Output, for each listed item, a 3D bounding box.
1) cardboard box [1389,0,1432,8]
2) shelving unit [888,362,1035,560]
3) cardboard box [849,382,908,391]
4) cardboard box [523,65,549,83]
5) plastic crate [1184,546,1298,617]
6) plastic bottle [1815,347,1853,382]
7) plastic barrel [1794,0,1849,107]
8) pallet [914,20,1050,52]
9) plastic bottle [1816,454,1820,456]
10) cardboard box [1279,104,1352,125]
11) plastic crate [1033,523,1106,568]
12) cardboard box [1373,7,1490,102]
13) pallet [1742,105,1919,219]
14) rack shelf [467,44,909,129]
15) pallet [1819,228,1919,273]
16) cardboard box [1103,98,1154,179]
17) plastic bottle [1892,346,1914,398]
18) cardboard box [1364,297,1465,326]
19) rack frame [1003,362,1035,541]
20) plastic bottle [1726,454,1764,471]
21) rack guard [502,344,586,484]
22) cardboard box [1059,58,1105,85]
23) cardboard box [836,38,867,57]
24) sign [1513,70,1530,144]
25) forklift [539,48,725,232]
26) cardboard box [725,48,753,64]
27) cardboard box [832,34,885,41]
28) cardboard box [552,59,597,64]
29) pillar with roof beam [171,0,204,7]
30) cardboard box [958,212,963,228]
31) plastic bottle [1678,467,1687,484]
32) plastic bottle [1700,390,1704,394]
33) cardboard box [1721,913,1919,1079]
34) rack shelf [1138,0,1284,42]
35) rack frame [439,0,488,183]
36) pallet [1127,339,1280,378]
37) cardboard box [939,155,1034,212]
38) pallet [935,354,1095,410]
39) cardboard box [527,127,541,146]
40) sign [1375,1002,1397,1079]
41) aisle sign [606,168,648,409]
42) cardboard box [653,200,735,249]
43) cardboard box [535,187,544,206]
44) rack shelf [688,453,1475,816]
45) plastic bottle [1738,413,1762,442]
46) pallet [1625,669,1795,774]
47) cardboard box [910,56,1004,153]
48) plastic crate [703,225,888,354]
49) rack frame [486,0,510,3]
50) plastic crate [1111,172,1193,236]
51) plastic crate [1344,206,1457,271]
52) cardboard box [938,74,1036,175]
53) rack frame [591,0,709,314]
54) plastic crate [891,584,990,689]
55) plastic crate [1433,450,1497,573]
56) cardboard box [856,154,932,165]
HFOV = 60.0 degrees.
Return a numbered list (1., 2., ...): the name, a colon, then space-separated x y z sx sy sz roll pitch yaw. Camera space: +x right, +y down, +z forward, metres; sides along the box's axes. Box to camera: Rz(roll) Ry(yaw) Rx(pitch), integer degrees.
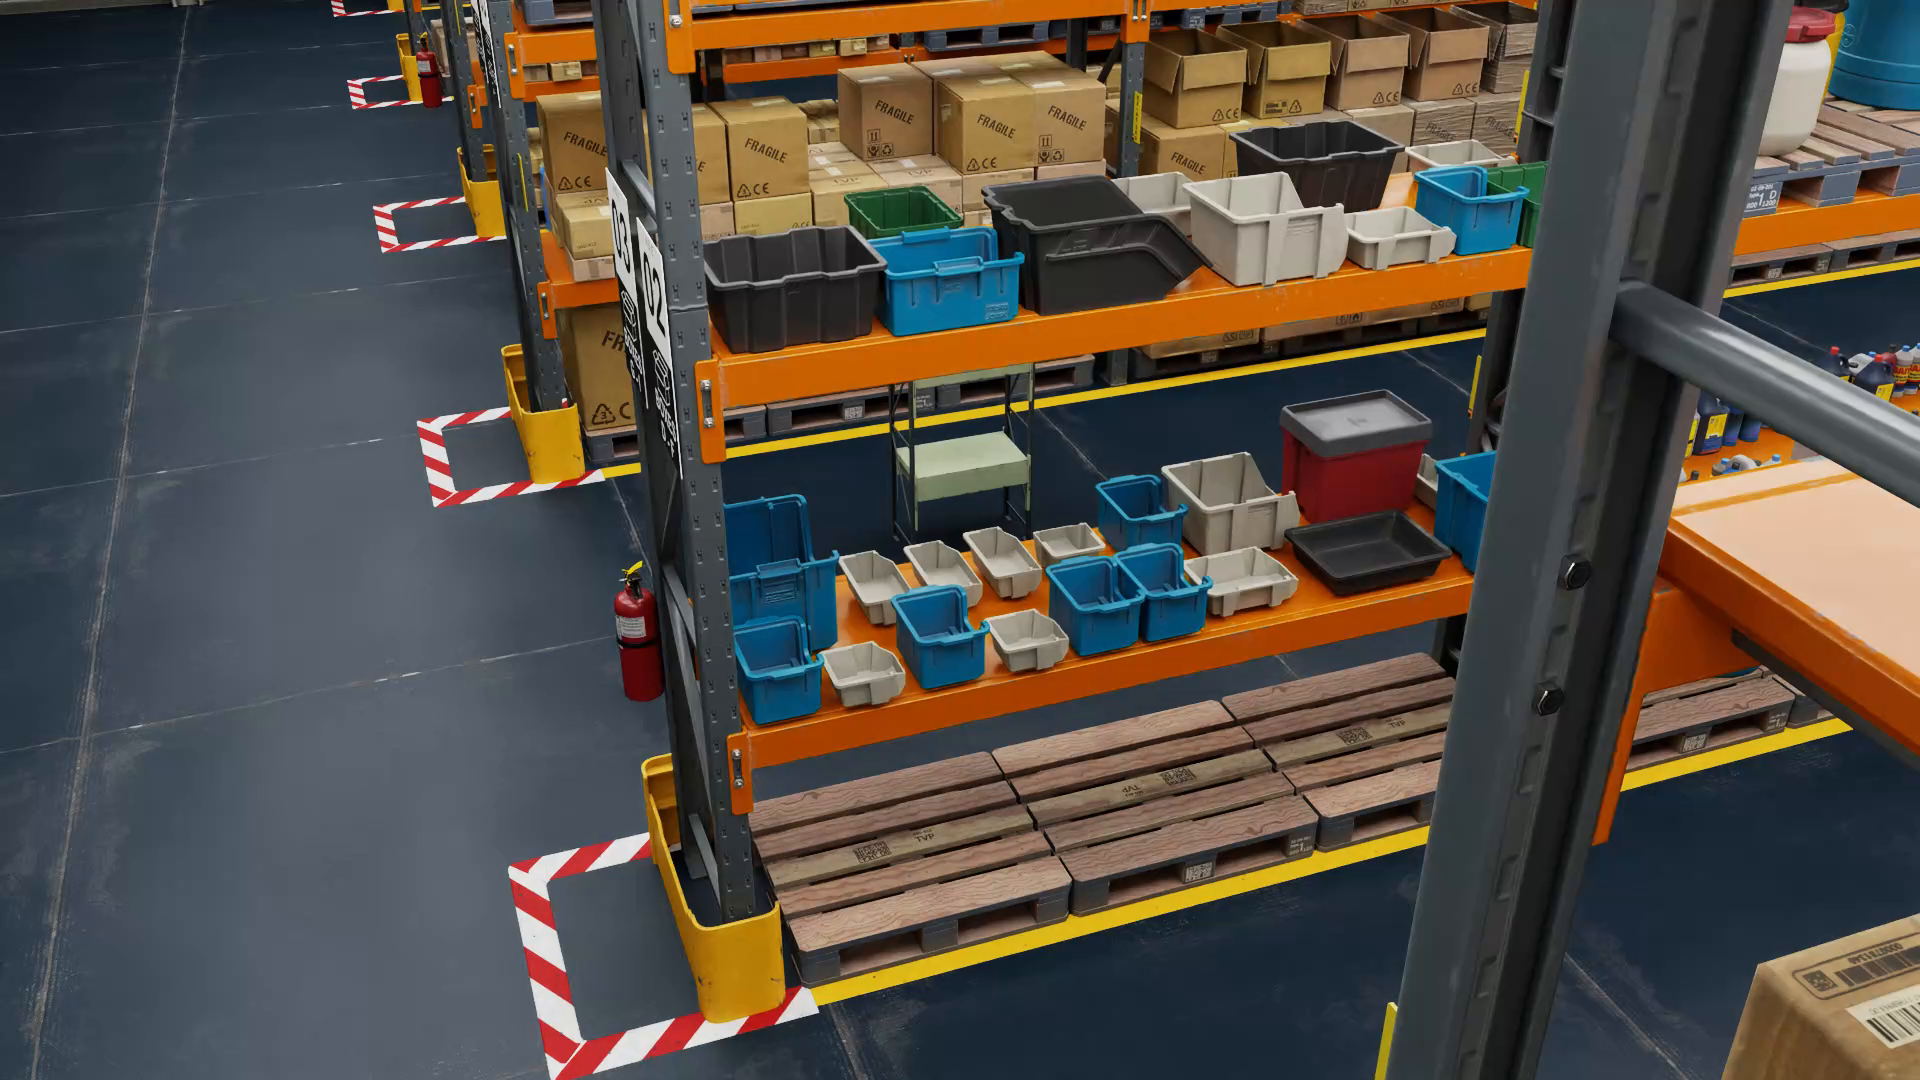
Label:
1. cardboard box: 4.558 -5.829 17.201 0.500 0.500 0.500 -10 31 -18
2. shelving unit: 0.006 -0.653 9.731 0.755 1.500 0.431 -10 31 -18
3. cardboard box: -0.510 -1.675 11.733 0.875 0.875 0.875 -10 31 -18
4. cardboard box: -3.761 -4.134 14.581 0.250 0.149 0.380 -9 31 -16
5. plastic crate: 1.180 0.178 6.964 0.466 0.136 0.293 -10 31 -18
6. plastic bottle: 4.487 -0.830 8.576 0.185 0.351 0.144 -10 31 -18
7. plastic barrel: 3.492 -2.170 7.234 0.600 0.588 0.600 0 30 0
8. pallet: 0.113 -4.948 15.949 1.213 0.211 1.003 -10 31 -18
9. plastic bottle: 4.032 -0.318 7.747 0.133 0.283 0.061 -10 31 -18
10. cardboard box: 2.439 -2.829 11.934 0.500 0.500 0.500 -11 32 -19
11. plastic crate: 0.460 0.041 7.204 0.250 0.136 0.298 -10 31 -18
12. cardboard box: 3.427 -3.588 12.254 0.637 0.503 0.797 -10 31 -16
13. pallet: 3.408 -1.752 7.307 1.003 0.211 1.213 -10 31 -18
14. rack shelf: -2.529 -4.309 15.361 4.000 0.370 1.077 -10 31 -18
15. pallet: 7.749 -2.683 14.596 1.213 0.211 1.003 -10 31 -18
16. cardboard box: 1.323 -2.899 12.058 0.500 0.500 0.500 -10 31 -17
17. plastic bottle: 4.954 -0.893 8.769 0.097 0.271 0.097 0 30 0
18. cardboard box: 3.237 -2.338 12.897 0.875 0.875 1.225 -10 31 -17
19. rack frame: 0.349 -0.716 9.842 0.023 1.500 0.400 -10 31 -18
20. plastic bottle: 3.617 -0.263 7.657 0.135 0.276 0.152 -10 31 -18
21. rack guard: -2.791 -0.868 11.118 0.348 0.500 1.175 -10 31 -18
22. cardboard box: 1.108 -4.573 16.441 0.500 0.250 0.500 -9 31 -16
23. cardboard box: -1.044 -4.605 15.407 0.250 0.149 0.380 -11 32 -19
24. sign: 2.517 -1.913 7.389 0.005 0.325 0.100 -10 31 -18
25. forklift: -1.774 -3.379 13.071 3.031 2.935 1.130 -11 32 -19
26. cardboard box: -2.067 -4.473 15.176 0.250 0.149 0.380 -11 31 -18
27. cardboard box: -1.009 -4.925 15.314 0.500 0.500 0.500 -10 31 -18
28. cardboard box: -3.394 -4.503 14.572 0.500 0.500 0.500 -10 31 -18
29. pillar with roof beam: -9.299 -9.420 17.544 0.400 9.000 9.100 -10 31 -18
30. cardboard box: -0.156 -2.157 11.110 0.250 0.149 0.380 -10 31 -17
31. plastic bottle: 3.188 -0.246 7.553 0.185 0.351 0.144 -10 31 -18
32. plastic bottle: 3.628 -0.671 8.299 0.185 0.351 0.144 -10 31 -18
33. cardboard box: 1.158 0.761 1.593 0.500 0.500 0.700 -10 31 -18
34. rack shelf: 2.855 -3.984 11.760 4.000 0.370 1.077 -10 31 -18
35. rack frame: -4.403 -4.277 14.577 0.127 3.000 1.000 -10 31 -18
36. pallet: 1.677 -1.605 12.704 1.213 0.211 1.003 -10 31 -18
37. cardboard box: 0.174 -2.424 11.176 0.500 0.250 0.500 -9 31 -16
38. pallet: 0.240 -1.342 12.243 1.213 0.211 1.003 -10 31 -18
39. cardboard box: -3.996 -3.688 15.398 0.250 0.149 0.380 -10 31 -17
40. sign: 0.507 0.690 1.935 0.005 0.325 0.100 -10 31 -18
41. aisle sign: -1.211 -0.913 6.047 0.004 0.787 0.394 -10 31 -18
42. cardboard box: -1.740 -2.072 10.559 0.500 0.250 0.500 -11 31 -18
43. cardboard box: -3.801 -3.162 15.077 0.250 0.149 0.380 -10 31 -17
44. rack shelf: 0.833 0.307 7.258 4.000 0.370 1.077 -10 31 -18
45. plastic bottle: 3.966 -0.631 8.308 0.097 0.271 0.097 0 30 0
46. pallet: 3.445 0.747 8.576 1.213 0.211 1.003 -10 31 -18
47. cardboard box: -0.022 -2.993 11.417 0.500 0.500 0.500 -10 31 -18
48. plastic crate: -0.583 -0.844 5.653 0.590 0.269 0.497 -10 31 -18
49. rack frame: -2.769 -4.565 9.022 0.127 3.000 1.000 -10 31 -18
50. plastic crate: 0.809 -1.321 6.624 0.530 0.136 0.437 -10 31 -18
51. plastic crate: 1.648 -1.143 6.313 0.466 0.136 0.293 -10 31 -18
52. cardboard box: 0.172 -2.750 10.991 0.500 0.500 0.500 -10 31 -17
53. rack frame: -1.042 -2.267 4.988 0.127 3.000 1.000 -10 31 -18
54. plastic crate: -0.078 0.383 6.506 0.300 0.233 0.416 -10 31 -18
55. plastic crate: 2.389 -0.131 7.255 0.575 0.384 0.392 -10 31 -18
56. cardboard box: -0.503 -2.577 11.445 0.500 0.250 0.500 -10 31 -16
